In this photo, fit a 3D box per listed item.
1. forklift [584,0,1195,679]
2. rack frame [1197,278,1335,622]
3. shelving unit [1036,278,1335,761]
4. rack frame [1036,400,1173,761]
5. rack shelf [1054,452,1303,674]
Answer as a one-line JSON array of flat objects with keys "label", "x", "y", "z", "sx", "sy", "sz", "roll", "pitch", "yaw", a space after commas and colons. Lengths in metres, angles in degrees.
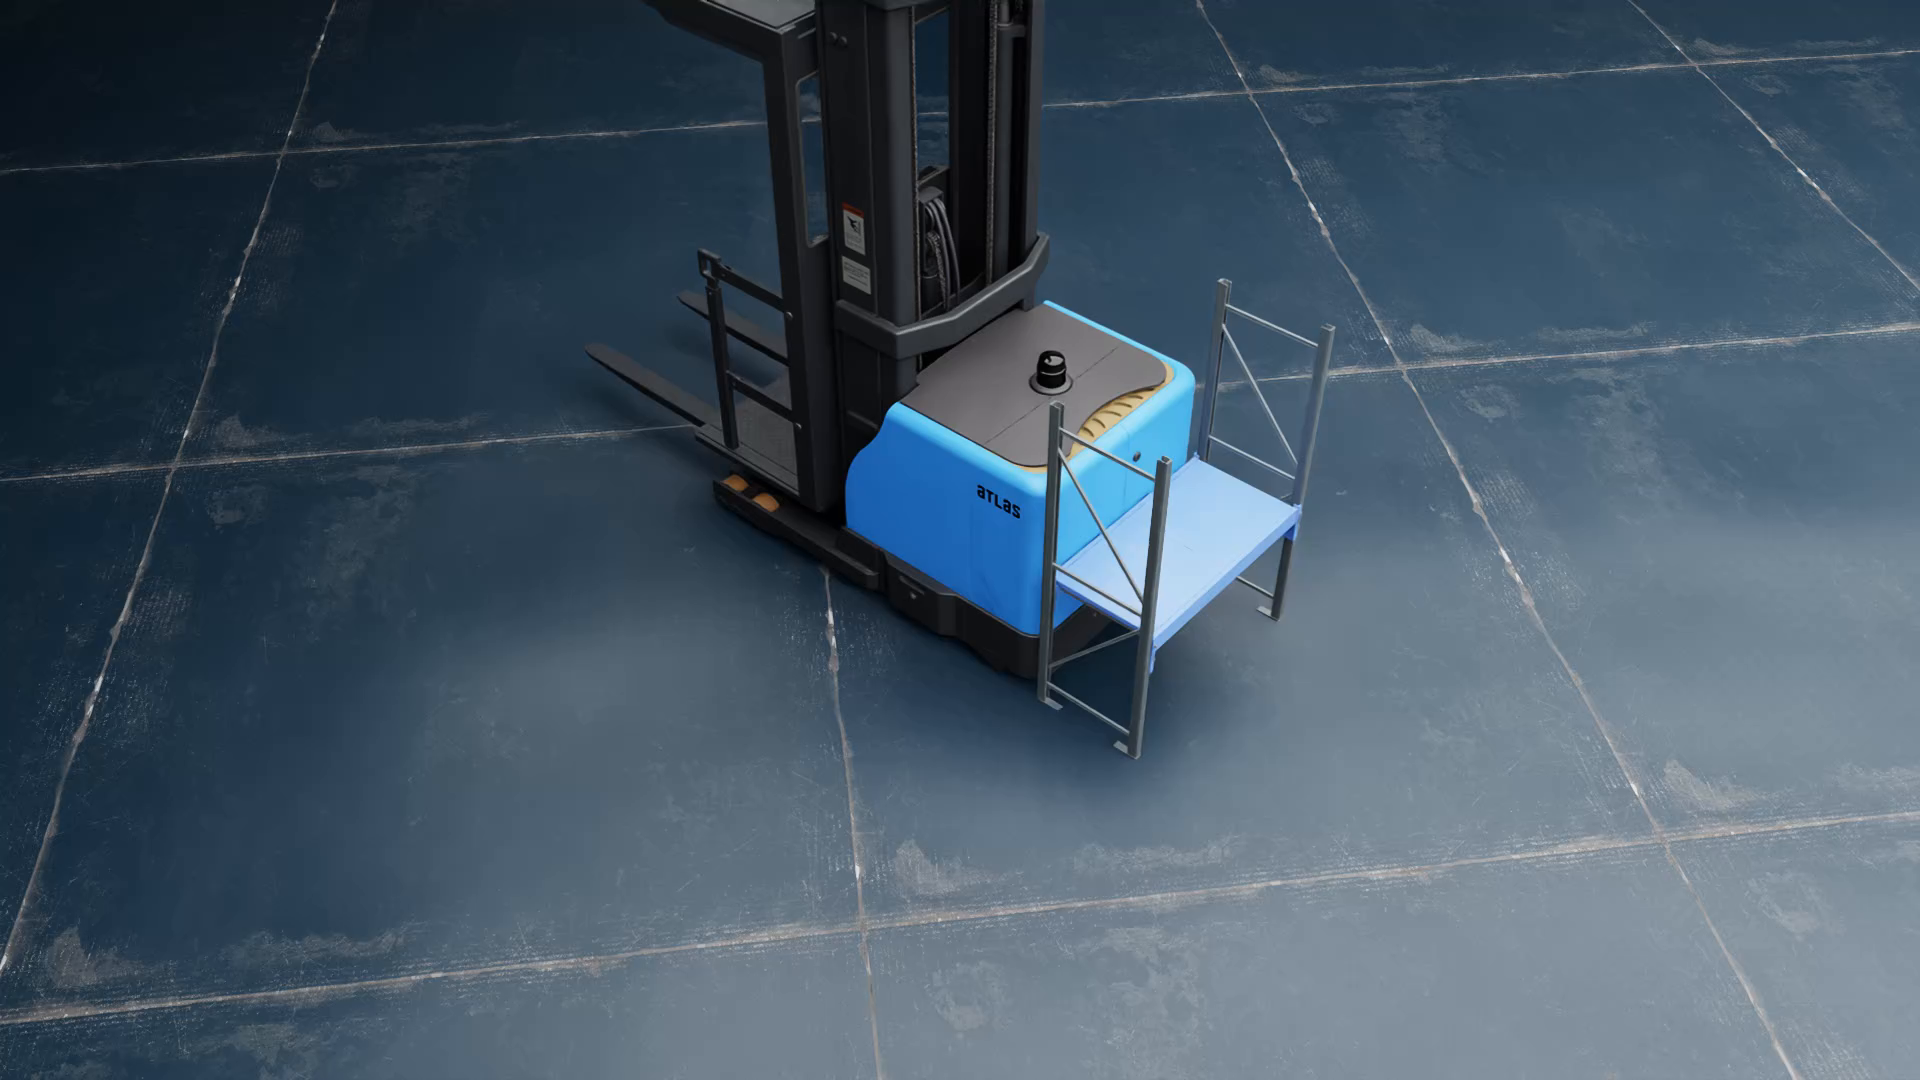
[{"label": "forklift", "x": -0.489, "y": -1.372, "z": 6.798, "sx": 3.031, "sy": 2.935, "sz": 1.130, "roll": 30, "pitch": 50, "yaw": 29}, {"label": "rack frame", "x": 1.177, "y": -0.324, "z": 6.705, "sx": 0.500, "sy": 1.500, "sz": 0.032, "roll": 30, "pitch": 50, "yaw": 29}, {"label": "shelving unit", "x": 0.843, "y": -0.068, "z": 6.420, "sx": 0.538, "sy": 1.500, "sz": 1.048, "roll": 30, "pitch": 50, "yaw": 29}, {"label": "rack frame", "x": 0.509, "y": 0.189, "z": 6.136, "sx": 0.500, "sy": 1.500, "sz": 0.032, "roll": 30, "pitch": 50, "yaw": 29}, {"label": "rack shelf", "x": 0.843, "y": 0.066, "z": 6.541, "sx": 0.538, "sy": 0.185, "sz": 1.000, "roll": 30, "pitch": 50, "yaw": 29}]
